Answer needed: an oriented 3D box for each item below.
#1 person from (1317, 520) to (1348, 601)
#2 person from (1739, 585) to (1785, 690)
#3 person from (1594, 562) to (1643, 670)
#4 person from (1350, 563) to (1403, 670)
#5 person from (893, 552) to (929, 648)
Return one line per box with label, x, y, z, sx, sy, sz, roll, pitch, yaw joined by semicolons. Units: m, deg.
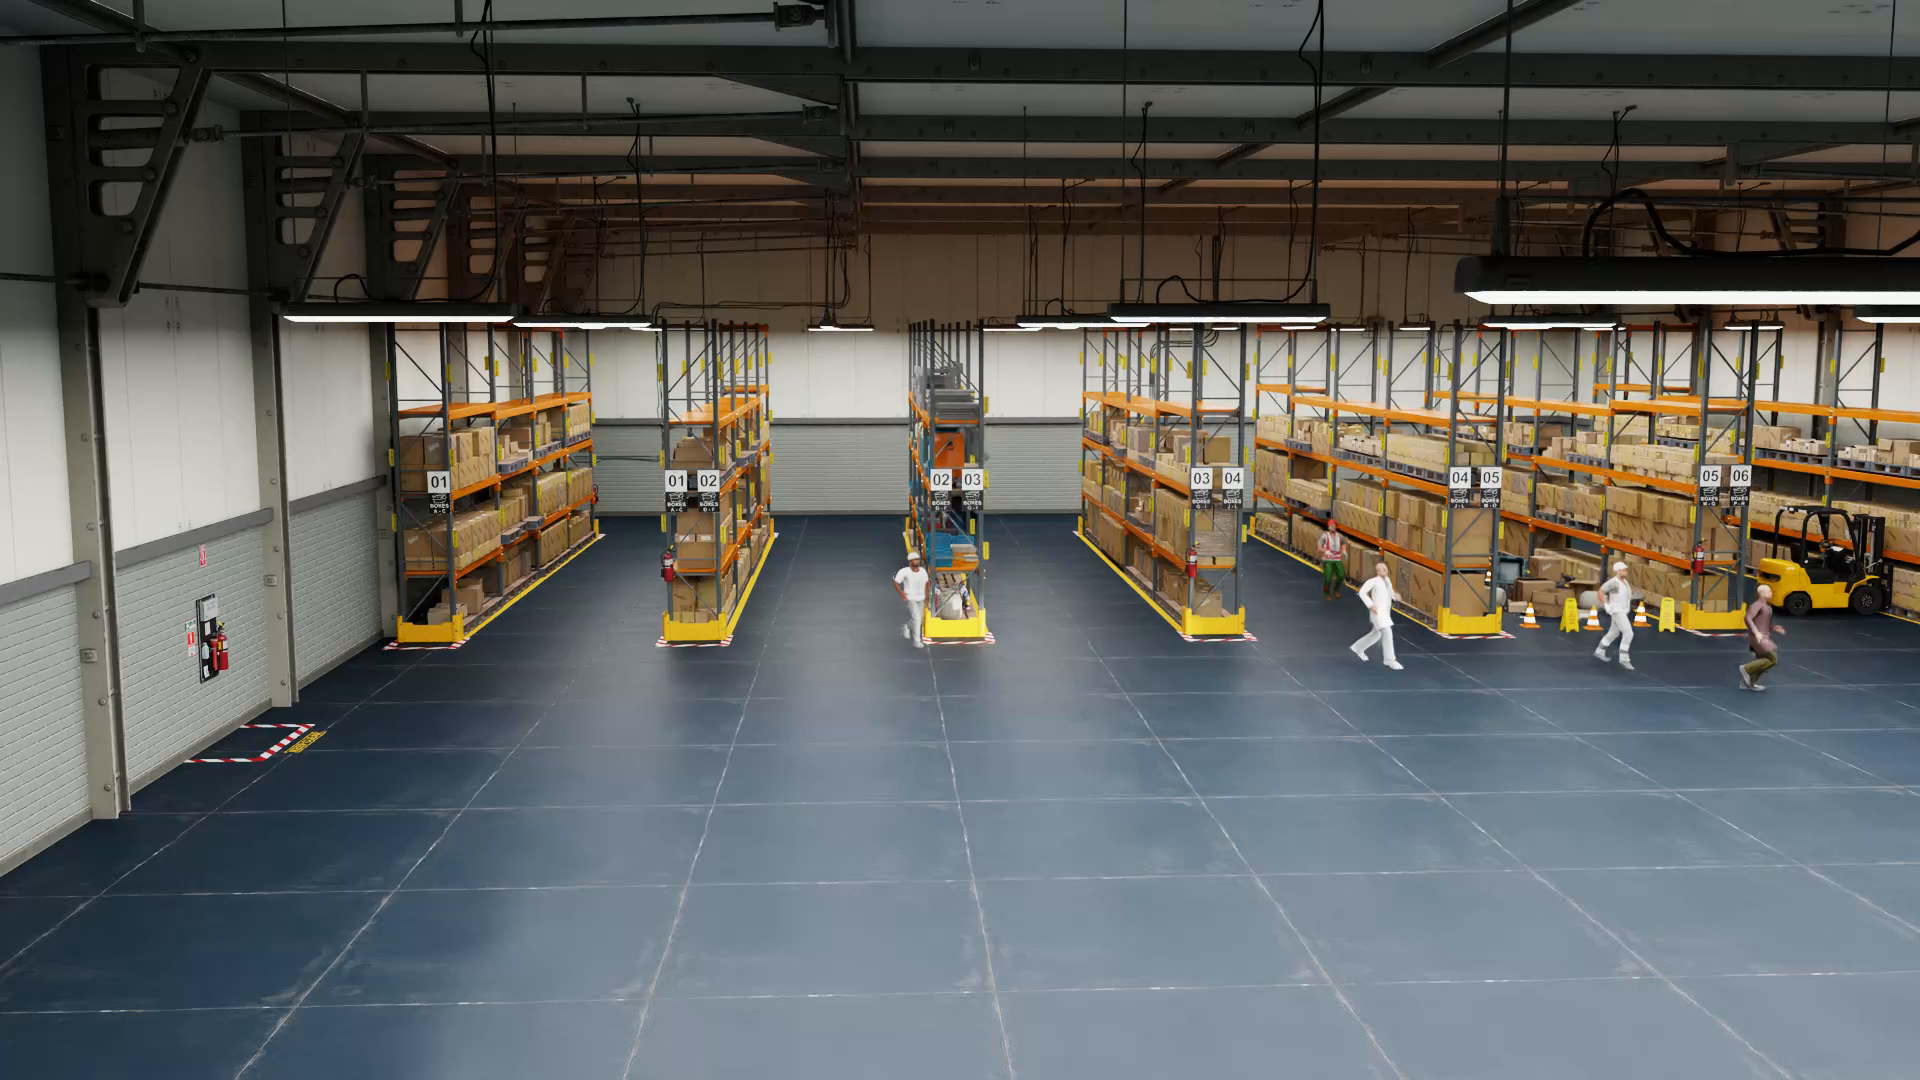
person;8.004;0.449;35.645;0.683;1.750;0.615;0;7;-3
person;12.904;1.576;26.728;0.627;1.717;0.650;5;8;33
person;11.344;1.297;28.668;0.793;1.845;0.646;6;9;39
person;7.251;1.290;28.776;0.976;1.804;0.686;5;9;38
person;-0.865;1.082;30.639;0.718;1.734;0.788;-5;9;-36
